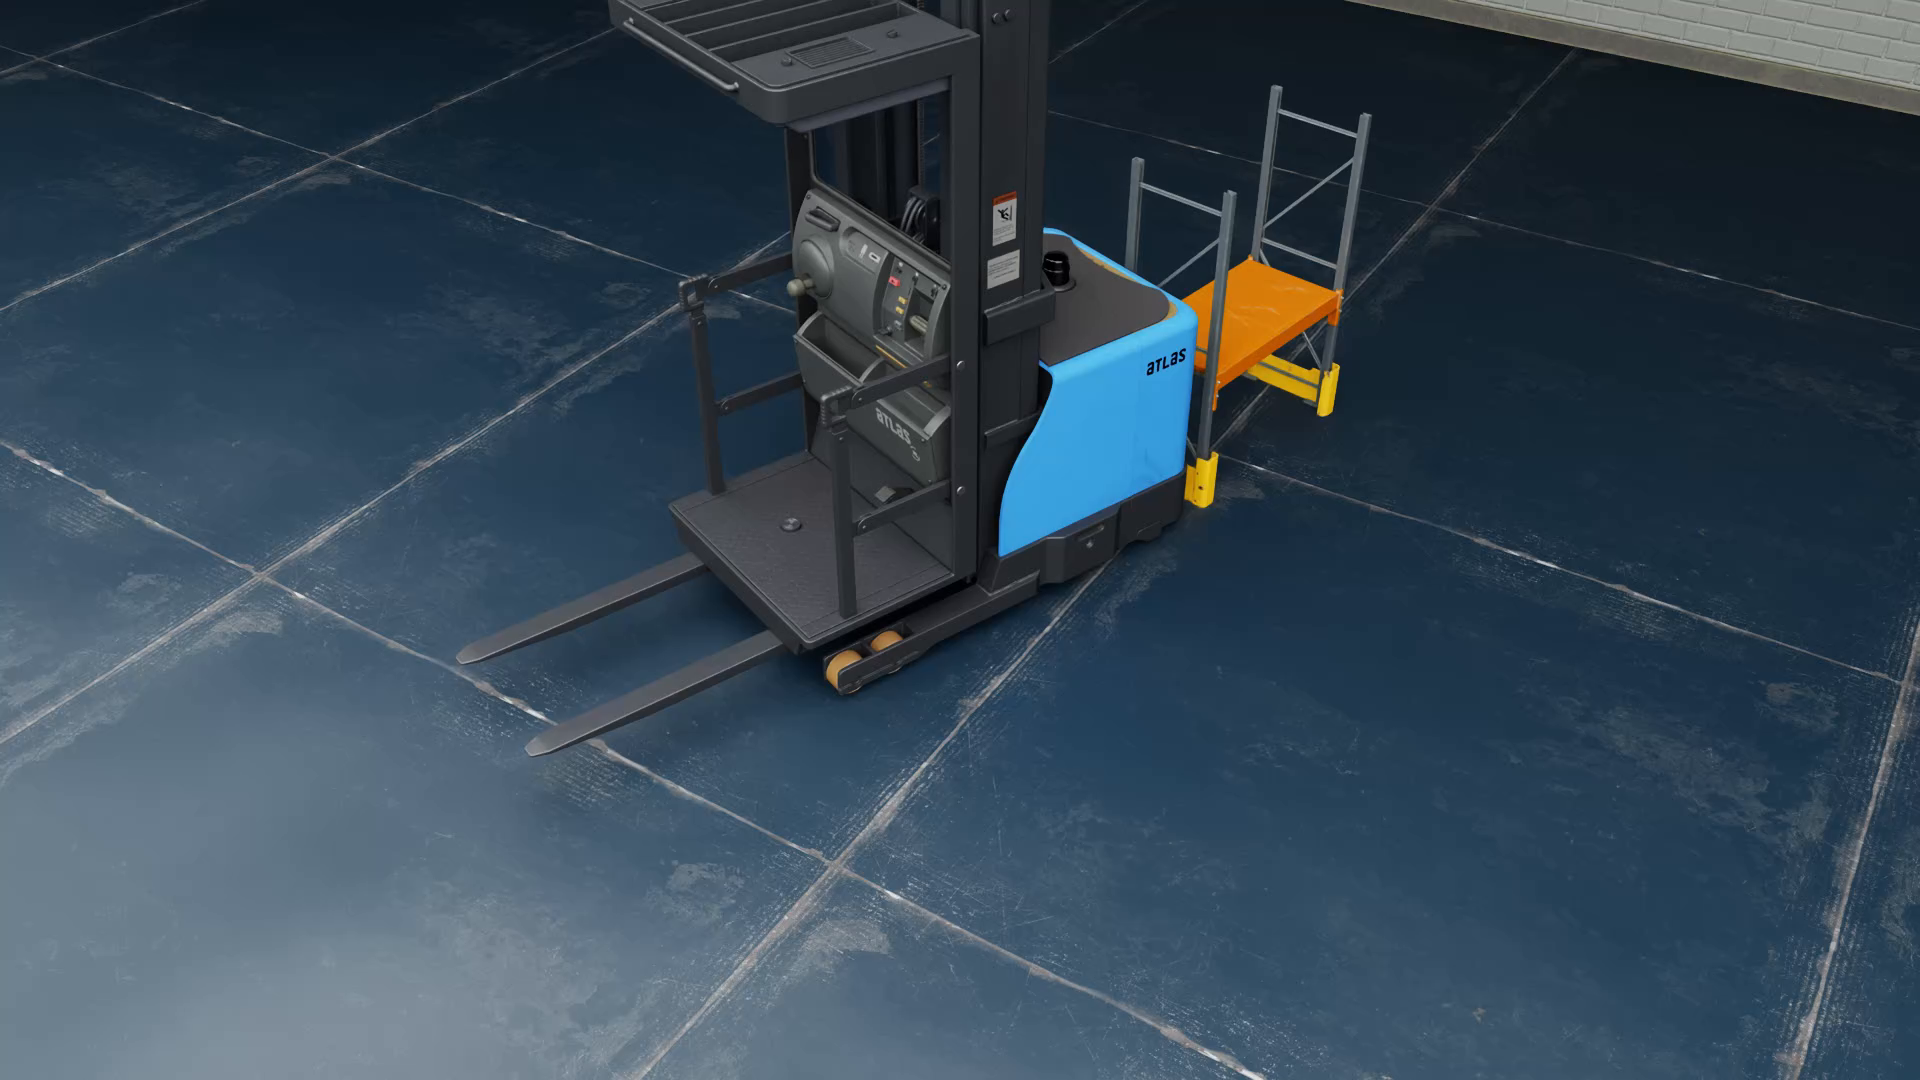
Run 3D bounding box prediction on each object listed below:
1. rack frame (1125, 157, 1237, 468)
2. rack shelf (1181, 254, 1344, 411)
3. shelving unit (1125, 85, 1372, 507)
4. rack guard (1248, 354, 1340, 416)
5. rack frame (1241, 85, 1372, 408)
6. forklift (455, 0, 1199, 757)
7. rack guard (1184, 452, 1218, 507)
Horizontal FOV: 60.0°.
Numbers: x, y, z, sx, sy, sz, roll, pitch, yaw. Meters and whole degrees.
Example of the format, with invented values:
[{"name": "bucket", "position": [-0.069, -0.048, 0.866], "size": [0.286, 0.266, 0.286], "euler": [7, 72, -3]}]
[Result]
[{"name": "rack frame", "position": [0.900, -0.872, 7.153], "size": [0.500, 1.500, 0.032], "euler": [29, 46, 32]}, {"name": "rack shelf", "position": [1.241, -0.960, 7.562], "size": [0.538, 0.185, 1.000], "euler": [29, 46, 32]}, {"name": "shelving unit", "position": [1.235, -1.098, 7.446], "size": [0.587, 1.500, 1.083], "euler": [29, 46, 32]}, {"name": "rack guard", "position": [1.569, -0.829, 8.120], "size": [0.587, 0.250, 0.087], "euler": [29, 46, 32]}, {"name": "rack frame", "position": [1.582, -1.333, 7.750], "size": [0.500, 1.500, 0.032], "euler": [29, 46, 32]}, {"name": "forklift", "position": [-0.506, -0.931, 6.057], "size": [3.031, 2.935, 1.130], "euler": [-24, 44, -28]}, {"name": "rack guard", "position": [0.901, -0.378, 7.536], "size": [0.587, 0.250, 0.087], "euler": [29, 46, 32]}]
